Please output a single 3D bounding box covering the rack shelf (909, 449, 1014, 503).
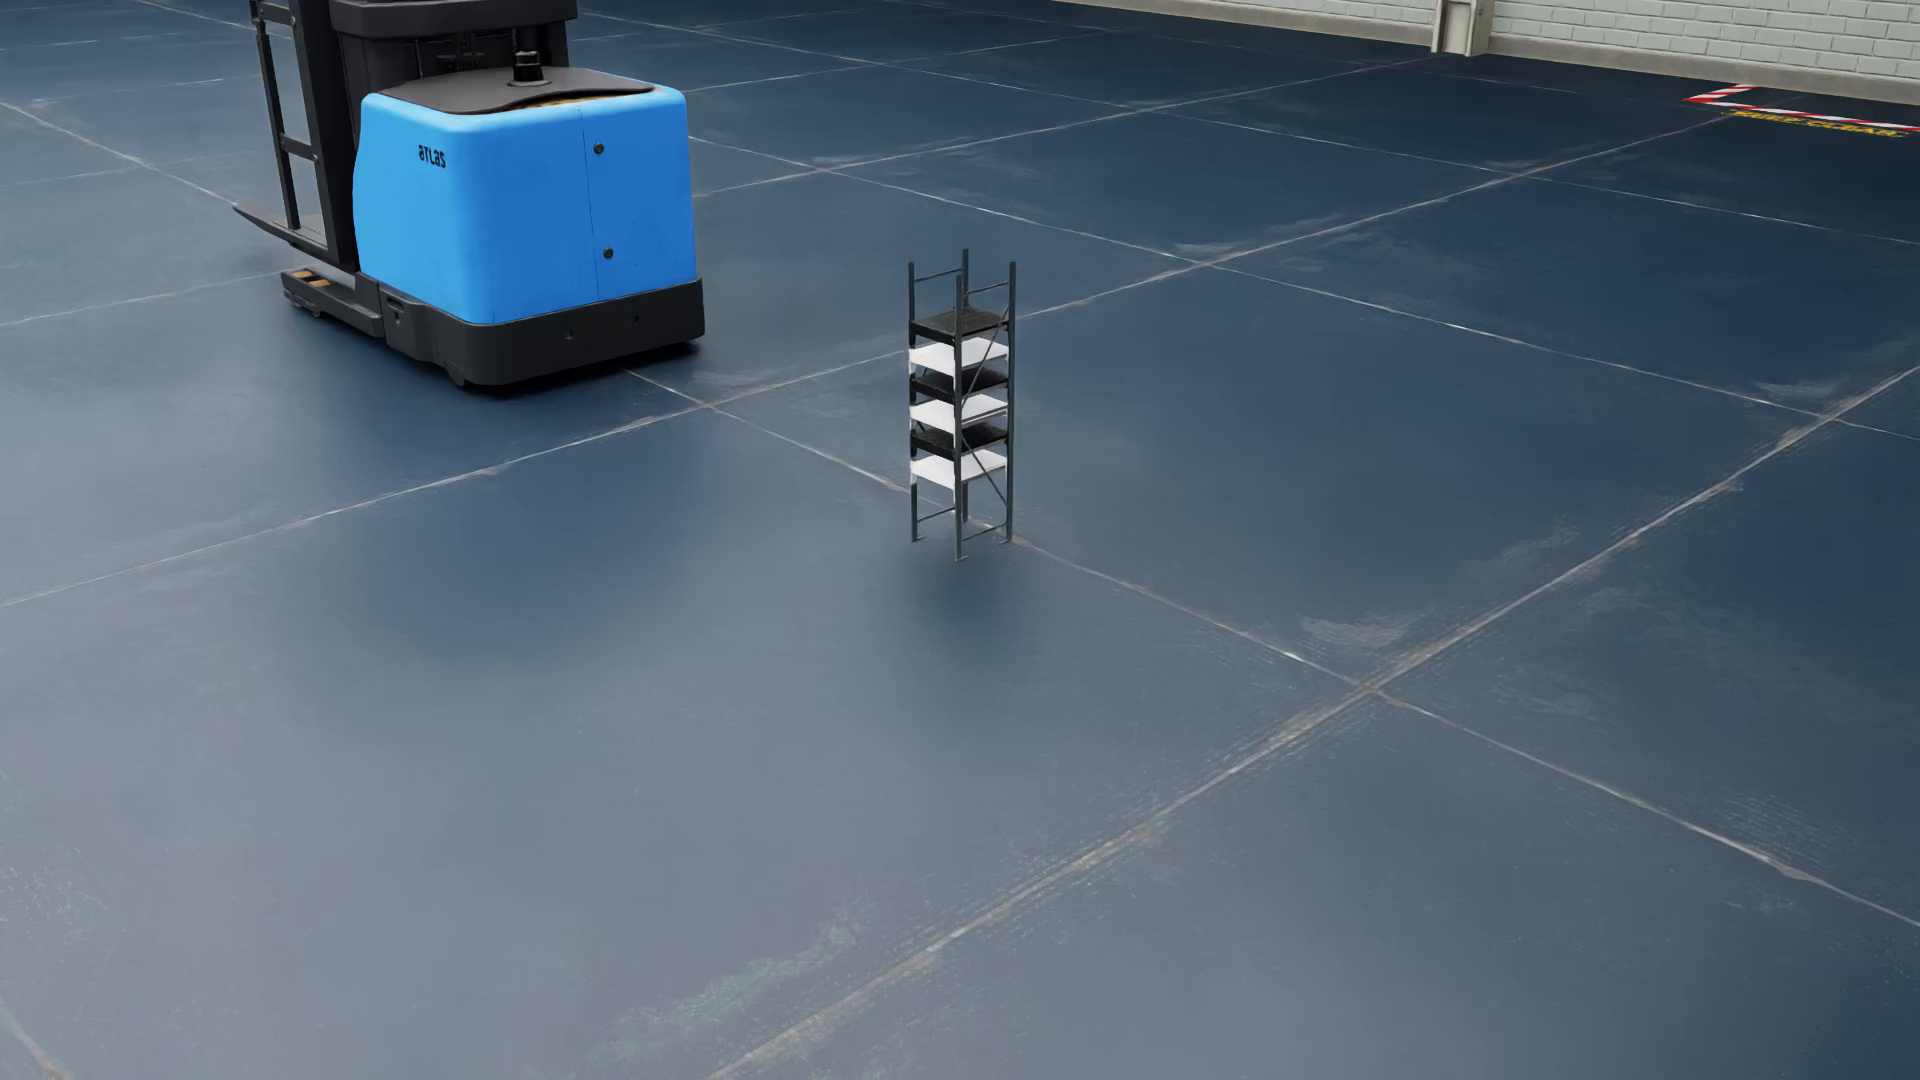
[{"bbox_3d":[0.006,-0.213,5.146,0.258,0.077,0.200,-21,32,-38],"label":"rack shelf"}]

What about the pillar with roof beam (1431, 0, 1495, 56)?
[{"bbox_3d":[1.275,-7.186,10.159,9.100,9.000,0.400,-21,32,-38],"label":"pillar with roof beam"}]

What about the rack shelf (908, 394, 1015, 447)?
[{"bbox_3d":[0.006,-0.377,5.072,0.258,0.077,0.200,-21,32,-38],"label":"rack shelf"}]

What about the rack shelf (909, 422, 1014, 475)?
[{"bbox_3d":[0.006,-0.295,5.109,0.258,0.077,0.200,-21,32,-38],"label":"rack shelf"}]

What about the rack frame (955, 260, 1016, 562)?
[{"bbox_3d":[0.075,-0.376,4.990,0.240,0.900,0.006,-21,32,-38],"label":"rack frame"}]

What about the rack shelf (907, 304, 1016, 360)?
[{"bbox_3d":[0.006,-0.622,4.960,0.258,0.077,0.200,-21,32,-38],"label":"rack shelf"}]

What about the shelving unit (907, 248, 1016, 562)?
[{"bbox_3d":[0.006,-0.407,5.058,0.258,0.900,0.210,-21,32,-38],"label":"shelving unit"}]

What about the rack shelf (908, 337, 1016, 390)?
[{"bbox_3d":[0.006,-0.540,4.997,0.258,0.077,0.200,-21,32,-38],"label":"rack shelf"}]

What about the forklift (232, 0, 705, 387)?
[{"bbox_3d":[-2.429,-2.453,7.097,1.130,2.935,3.031,-20,32,-37],"label":"forklift"}]

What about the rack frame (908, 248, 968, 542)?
[{"bbox_3d":[-0.064,-0.438,5.125,0.240,0.900,0.006,-21,32,-38],"label":"rack frame"}]

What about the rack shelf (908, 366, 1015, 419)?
[{"bbox_3d":[0.006,-0.459,5.034,0.258,0.077,0.200,-21,32,-38],"label":"rack shelf"}]
